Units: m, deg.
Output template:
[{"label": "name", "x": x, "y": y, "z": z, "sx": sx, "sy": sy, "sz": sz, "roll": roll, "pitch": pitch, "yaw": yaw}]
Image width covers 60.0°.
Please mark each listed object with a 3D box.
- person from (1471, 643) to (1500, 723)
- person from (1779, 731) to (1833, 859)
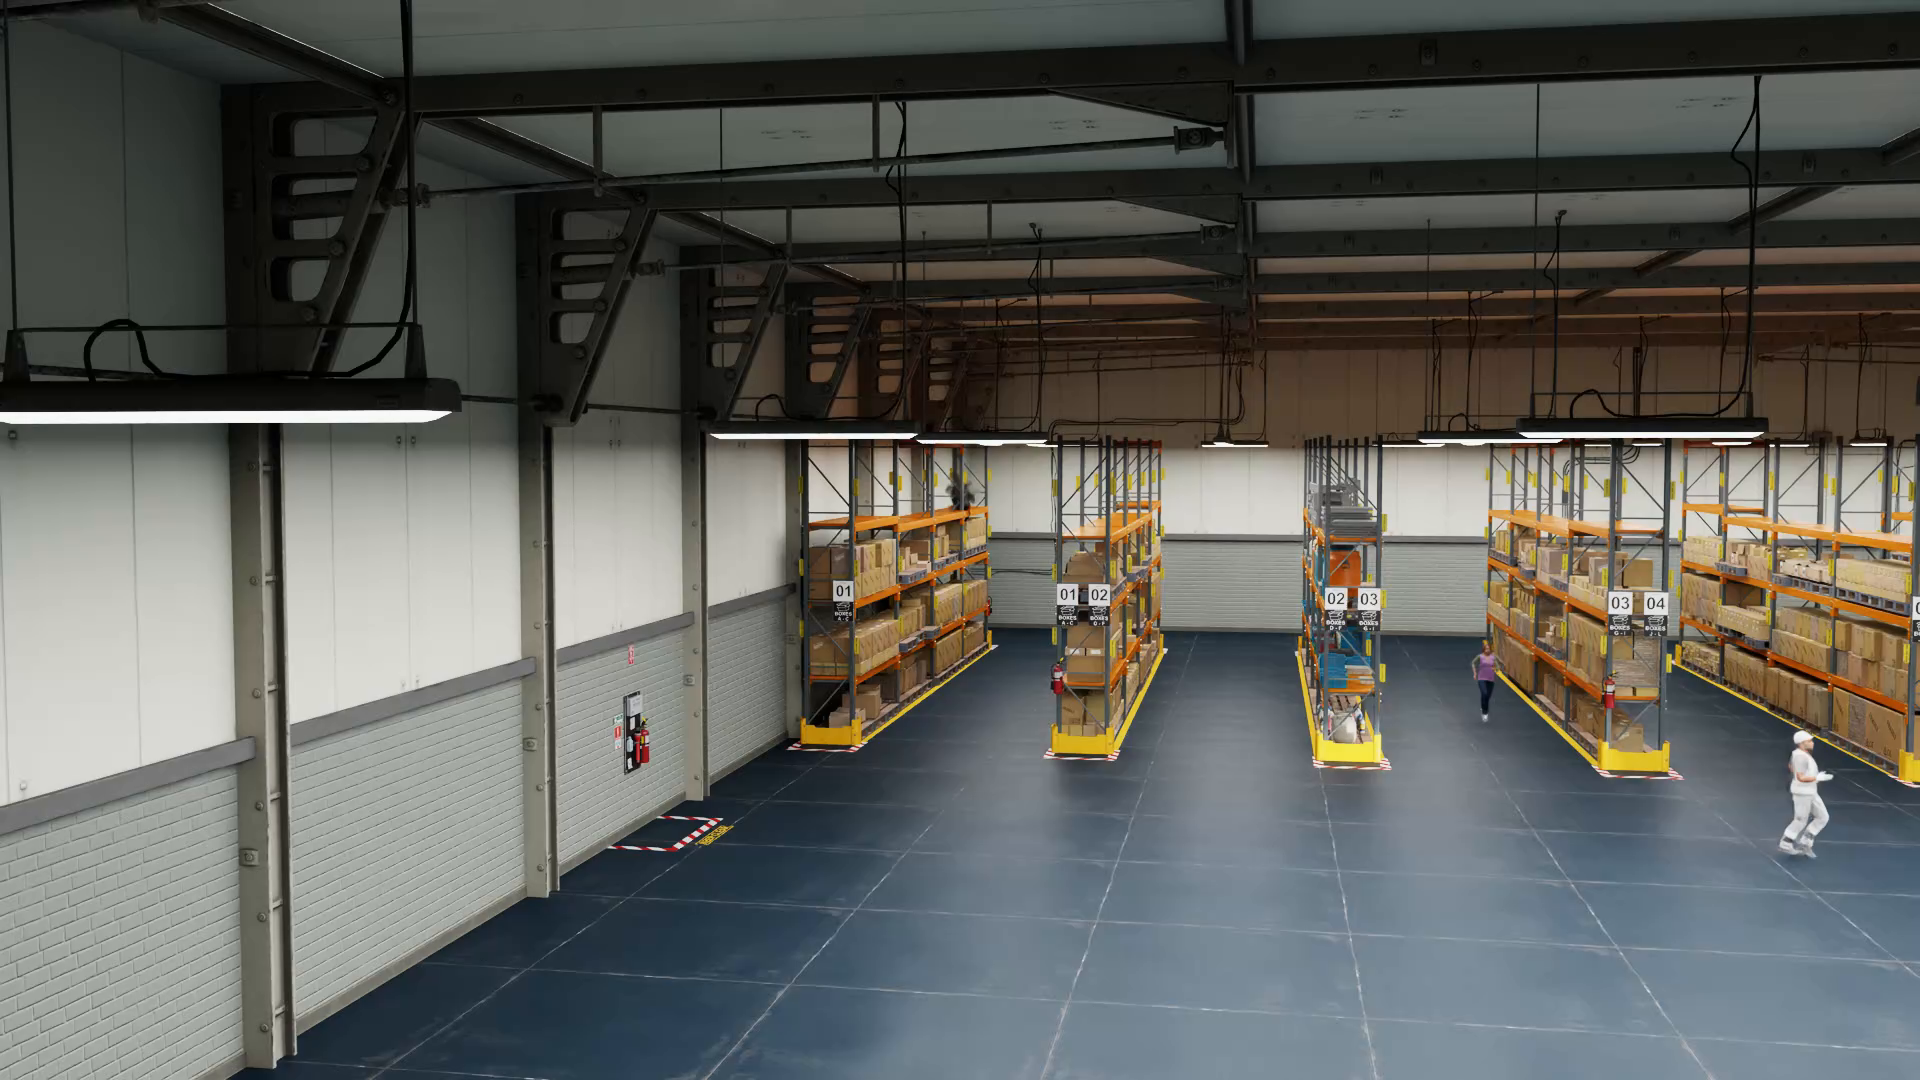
[{"label": "person", "x": 11.148, "y": 3.010, "z": 35.262, "sx": 0.510, "sy": 1.639, "sz": 0.737, "roll": 0, "pitch": 3, "yaw": -1}, {"label": "person", "x": 11.849, "y": 3.574, "z": 23.246, "sx": 0.681, "sy": 1.809, "sz": 0.635, "roll": 3, "pitch": 4, "yaw": 39}]
